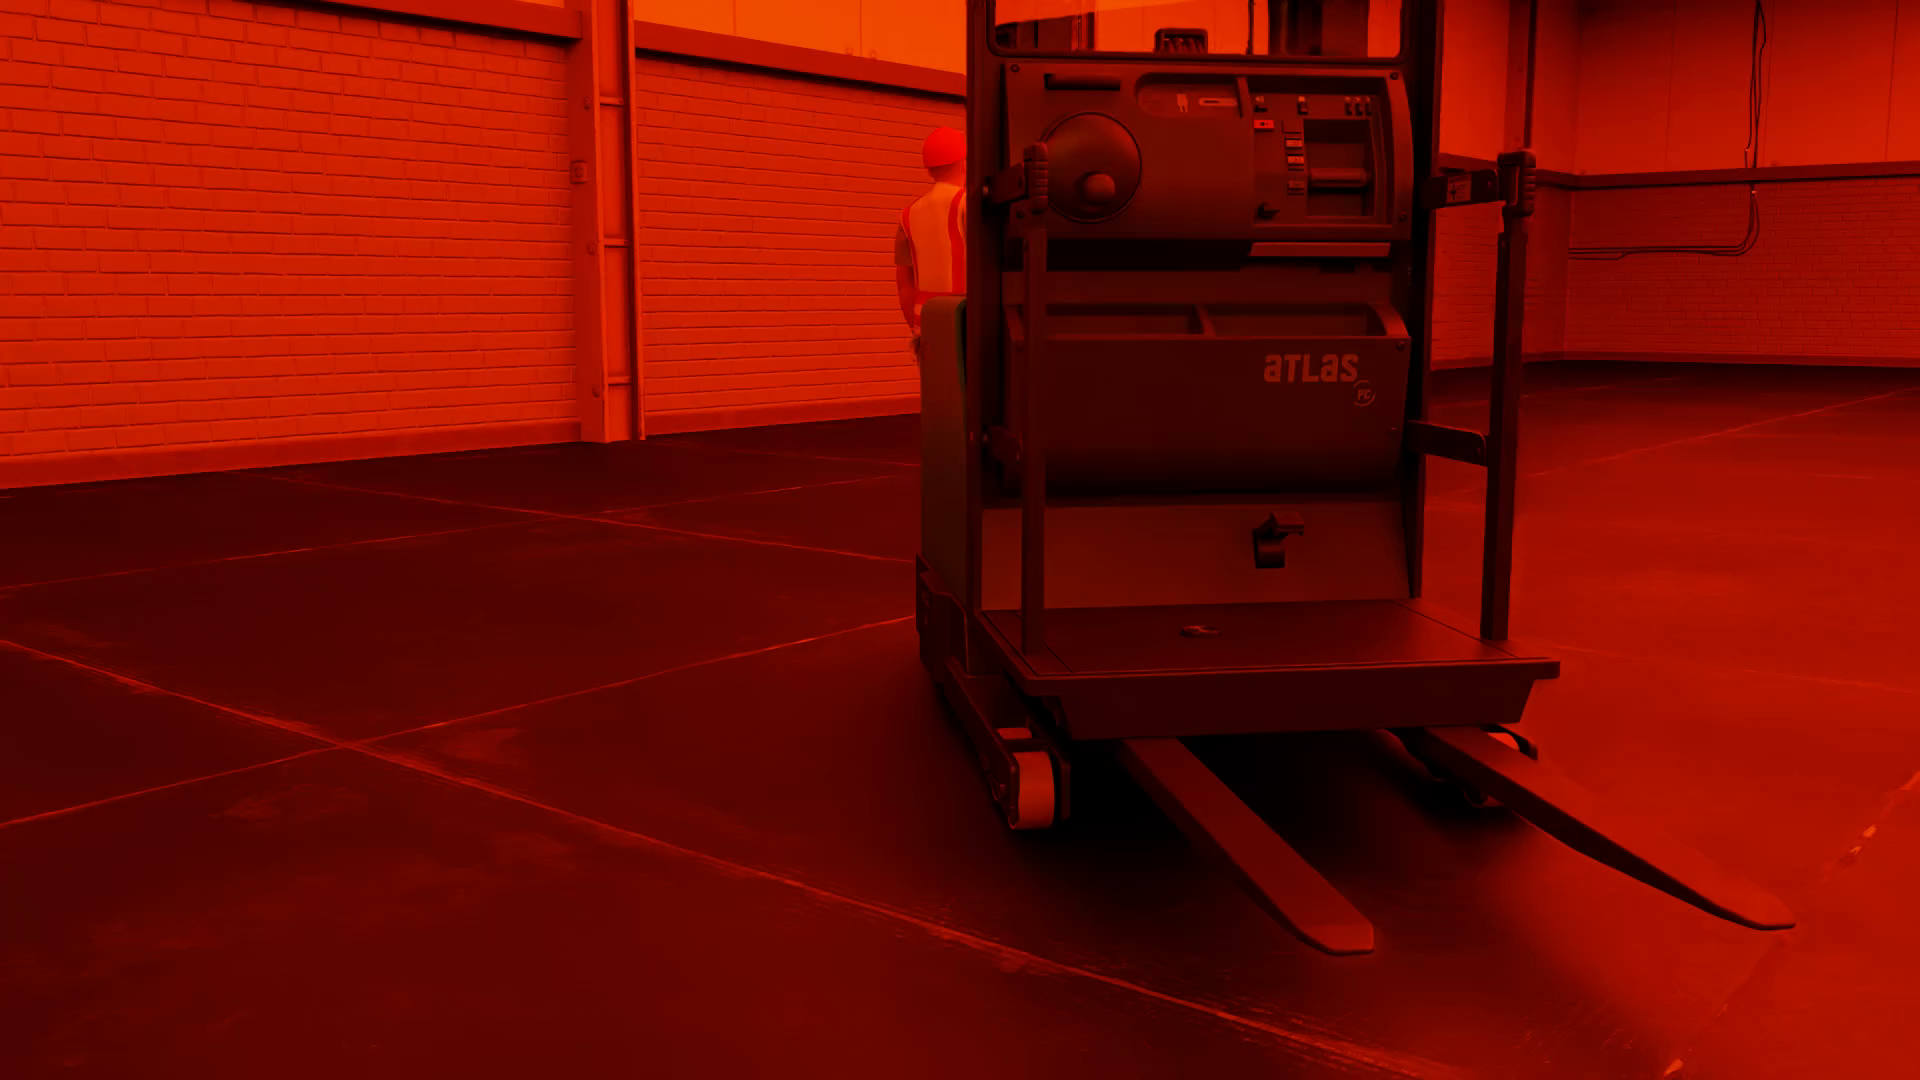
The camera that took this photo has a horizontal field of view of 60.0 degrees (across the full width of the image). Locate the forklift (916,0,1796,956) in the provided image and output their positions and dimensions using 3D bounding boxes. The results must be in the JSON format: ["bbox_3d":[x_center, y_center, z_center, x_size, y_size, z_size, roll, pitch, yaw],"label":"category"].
[{"bbox_3d":[0.595,-0.914,3.528,1.130,2.935,3.031,-1,8,-8],"label":"forklift"}]

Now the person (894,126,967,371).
[{"bbox_3d":[0.060,-0.900,7.328,0.637,1.787,0.564,7,11,38],"label":"person"}]
